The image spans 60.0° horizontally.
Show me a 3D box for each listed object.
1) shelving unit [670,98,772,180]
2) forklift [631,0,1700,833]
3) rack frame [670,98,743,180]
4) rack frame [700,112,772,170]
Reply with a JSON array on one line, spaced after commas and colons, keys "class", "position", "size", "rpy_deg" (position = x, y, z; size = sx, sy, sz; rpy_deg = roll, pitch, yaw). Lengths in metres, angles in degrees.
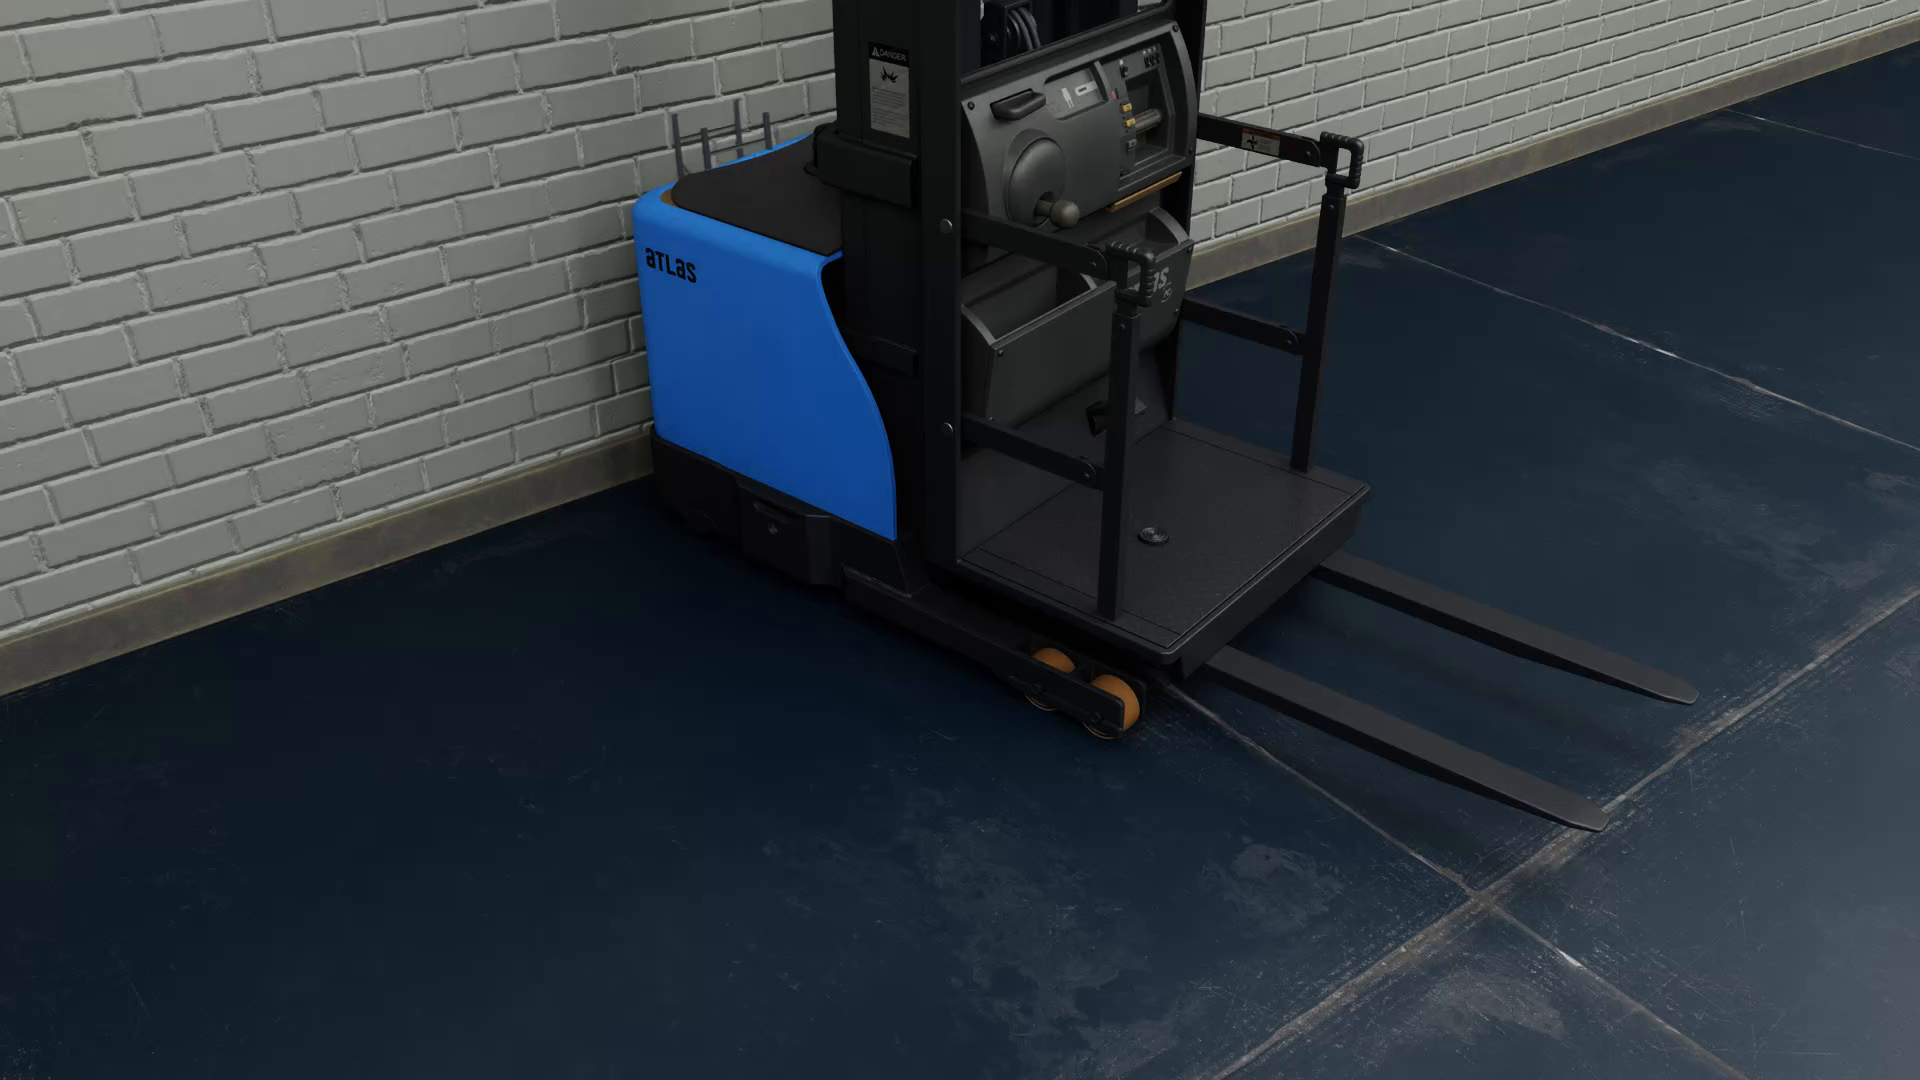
[{"class": "shelving unit", "position": [-0.724, -0.804, 5.430], "size": [0.258, 1.200, 0.189], "rpy_deg": [-23, 38, -31]}, {"class": "forklift", "position": [0.488, -1.036, 4.139], "size": [3.031, 2.935, 1.130], "rpy_deg": [23, 39, 32]}, {"class": "rack frame", "position": [-0.781, -0.841, 5.492], "size": [0.240, 1.200, 0.006], "rpy_deg": [-23, 38, -31]}, {"class": "rack frame", "position": [-0.668, -0.767, 5.368], "size": [0.240, 1.200, 0.006], "rpy_deg": [-23, 38, -31]}]
